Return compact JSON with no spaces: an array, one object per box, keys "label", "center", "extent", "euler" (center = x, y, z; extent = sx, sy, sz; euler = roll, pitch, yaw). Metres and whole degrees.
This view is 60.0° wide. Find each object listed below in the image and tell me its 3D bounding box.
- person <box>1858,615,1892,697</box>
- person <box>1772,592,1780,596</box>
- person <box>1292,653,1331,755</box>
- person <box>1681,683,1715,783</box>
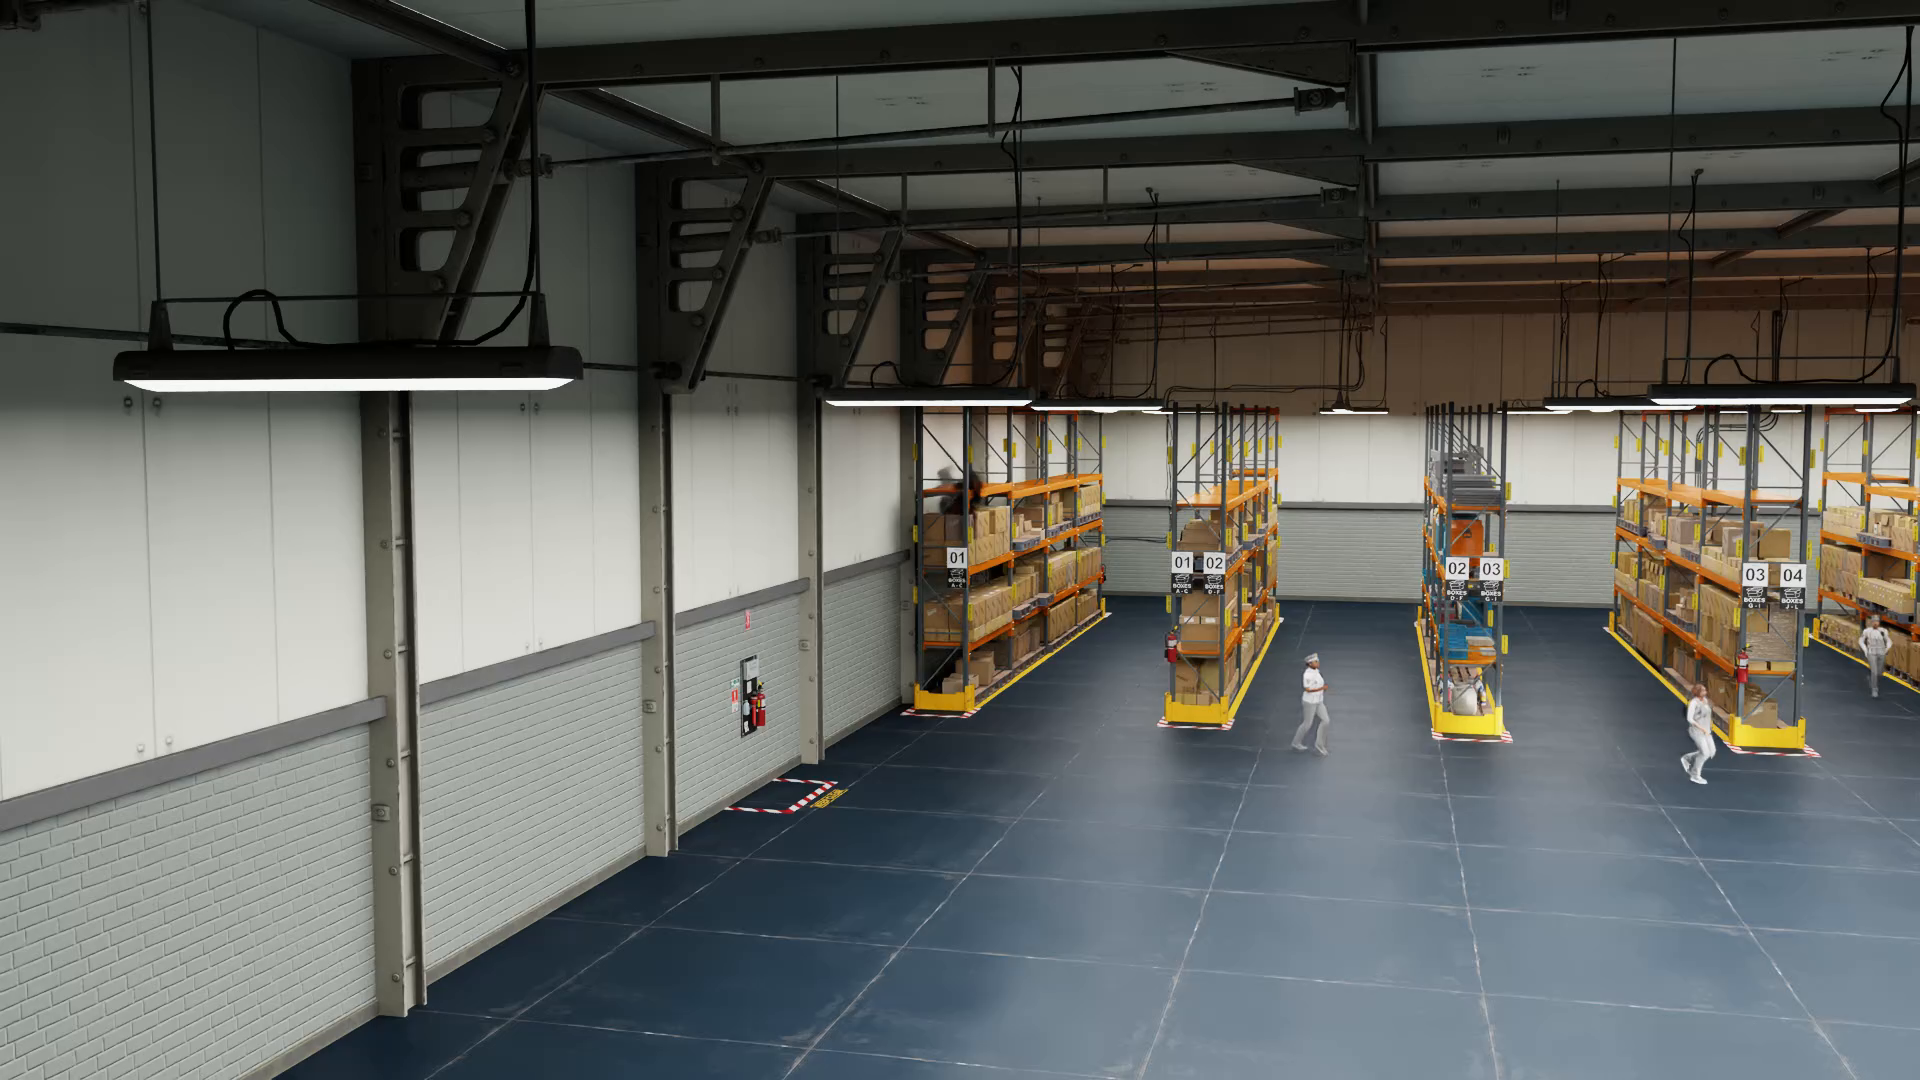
[{"label":"person","center":[18.870,2.367,34.287],"extent":[0.613,1.687,0.681],"euler":[1,4,18]},{"label":"person","center":[21.493,1.637,43.913],"extent":[0.896,1.645,0.665],"euler":[-1,4,-18]},{"label":"person","center":[5.999,2.792,28.268],"extent":[0.714,1.757,0.556],"euler":[4,6,40]},{"label":"person","center":[11.574,3.025,26.100],"extent":[0.541,1.566,0.496],"euler":[-4,6,-41]}]
